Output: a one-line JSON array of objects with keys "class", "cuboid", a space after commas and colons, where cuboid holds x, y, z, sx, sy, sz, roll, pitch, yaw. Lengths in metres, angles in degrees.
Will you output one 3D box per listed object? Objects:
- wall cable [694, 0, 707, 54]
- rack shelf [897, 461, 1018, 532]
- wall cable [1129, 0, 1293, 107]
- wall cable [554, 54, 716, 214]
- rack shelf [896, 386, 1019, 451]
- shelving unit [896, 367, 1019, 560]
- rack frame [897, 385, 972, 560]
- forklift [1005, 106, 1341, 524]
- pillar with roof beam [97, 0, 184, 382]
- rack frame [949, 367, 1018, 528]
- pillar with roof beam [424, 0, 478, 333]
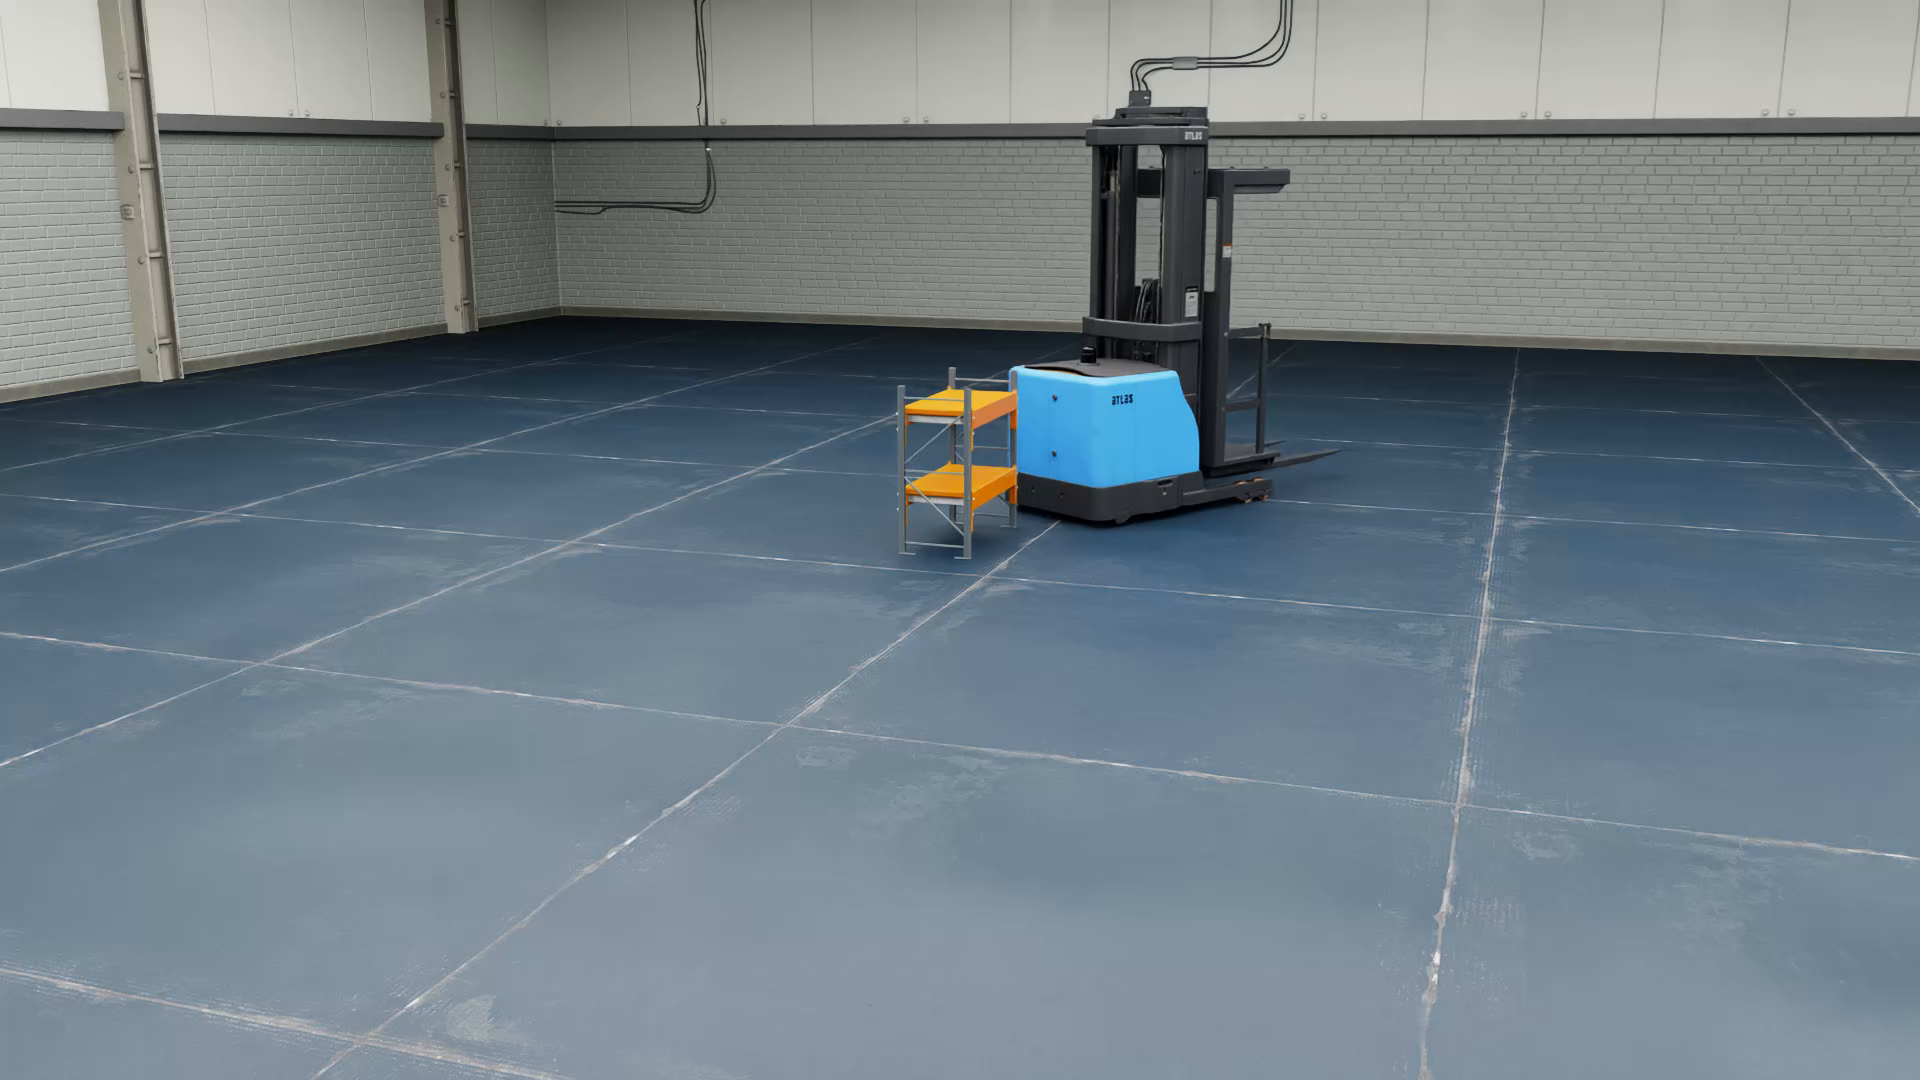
[{"class": "wall cable", "cuboid": [-2.847, -8.850, 25.666, 3.097, 2.526, 0.112, 4, 14, 18]}, {"class": "rack shelf", "cuboid": [-0.002, -0.309, 11.411, 0.538, 0.278, 1.000, 4, 14, 18]}, {"class": "wall cable", "cuboid": [3.571, -9.067, 23.348, 2.305, 6.003, 0.169, 4, 14, 18]}, {"class": "wall cable", "cuboid": [-5.406, -6.582, 27.081, 3.097, 2.526, 0.112, 4, 14, 18]}, {"class": "rack shelf", "cuboid": [-0.002, -0.832, 11.291, 0.538, 0.278, 1.000, 4, 14, 18]}, {"class": "shelving unit", "cuboid": [-0.002, -0.547, 11.357, 0.538, 1.125, 1.048, 4, 14, 18]}, {"class": "rack frame", "cuboid": [-0.167, -0.440, 10.888, 0.500, 1.125, 0.032, 4, 14, 18]}, {"class": "forklift", "cuboid": [1.784, -1.791, 12.748, 3.031, 2.935, 1.130, -11, 17, -39]}, {"class": "pillar with roof beam", "cuboid": [-5.479, -5.998, 17.542, 9.100, 9.000, 0.400, 4, 14, 18]}, {"class": "rack frame", "cuboid": [0.162, -0.654, 11.825, 0.500, 1.125, 0.032, 4, 14, 18]}, {"class": "pillar with roof beam", "cuboid": [-3.537, -7.261, 23.077, 9.100, 9.000, 0.400, 4, 14, 18]}]
